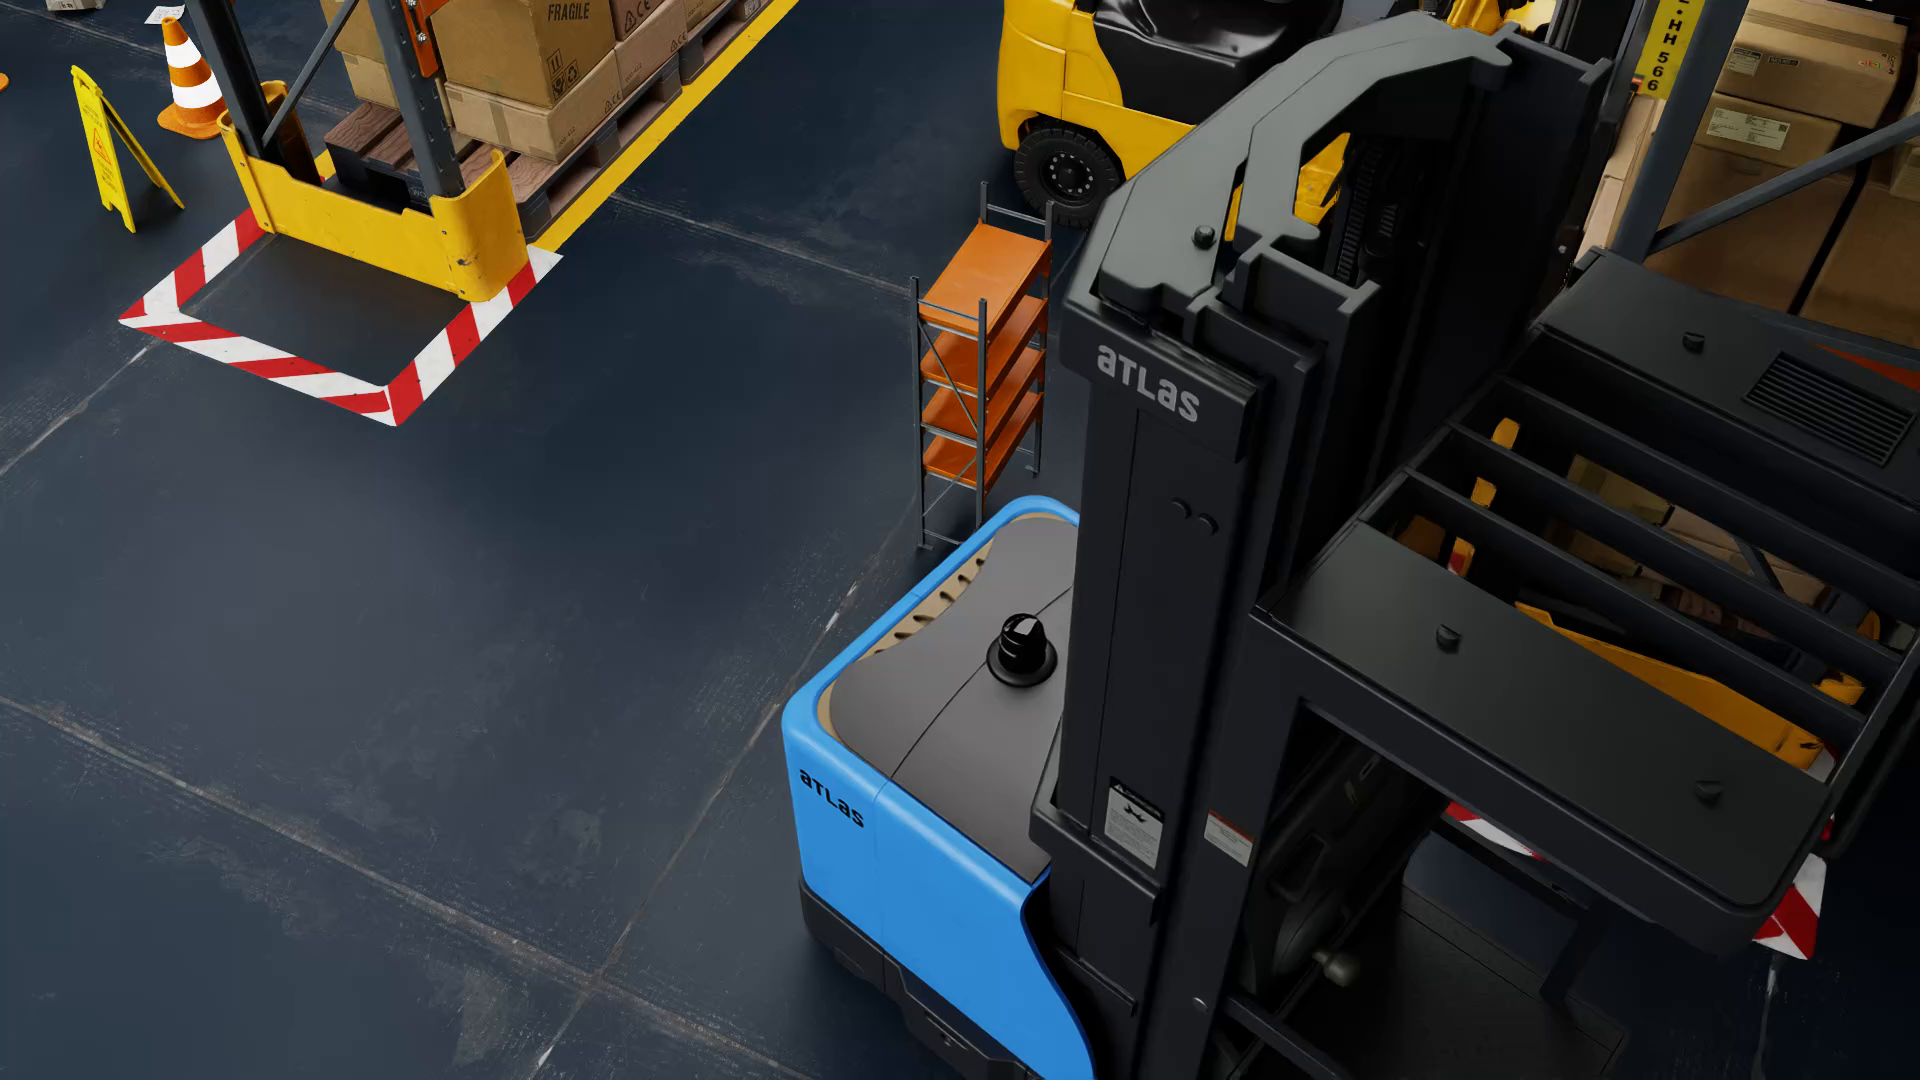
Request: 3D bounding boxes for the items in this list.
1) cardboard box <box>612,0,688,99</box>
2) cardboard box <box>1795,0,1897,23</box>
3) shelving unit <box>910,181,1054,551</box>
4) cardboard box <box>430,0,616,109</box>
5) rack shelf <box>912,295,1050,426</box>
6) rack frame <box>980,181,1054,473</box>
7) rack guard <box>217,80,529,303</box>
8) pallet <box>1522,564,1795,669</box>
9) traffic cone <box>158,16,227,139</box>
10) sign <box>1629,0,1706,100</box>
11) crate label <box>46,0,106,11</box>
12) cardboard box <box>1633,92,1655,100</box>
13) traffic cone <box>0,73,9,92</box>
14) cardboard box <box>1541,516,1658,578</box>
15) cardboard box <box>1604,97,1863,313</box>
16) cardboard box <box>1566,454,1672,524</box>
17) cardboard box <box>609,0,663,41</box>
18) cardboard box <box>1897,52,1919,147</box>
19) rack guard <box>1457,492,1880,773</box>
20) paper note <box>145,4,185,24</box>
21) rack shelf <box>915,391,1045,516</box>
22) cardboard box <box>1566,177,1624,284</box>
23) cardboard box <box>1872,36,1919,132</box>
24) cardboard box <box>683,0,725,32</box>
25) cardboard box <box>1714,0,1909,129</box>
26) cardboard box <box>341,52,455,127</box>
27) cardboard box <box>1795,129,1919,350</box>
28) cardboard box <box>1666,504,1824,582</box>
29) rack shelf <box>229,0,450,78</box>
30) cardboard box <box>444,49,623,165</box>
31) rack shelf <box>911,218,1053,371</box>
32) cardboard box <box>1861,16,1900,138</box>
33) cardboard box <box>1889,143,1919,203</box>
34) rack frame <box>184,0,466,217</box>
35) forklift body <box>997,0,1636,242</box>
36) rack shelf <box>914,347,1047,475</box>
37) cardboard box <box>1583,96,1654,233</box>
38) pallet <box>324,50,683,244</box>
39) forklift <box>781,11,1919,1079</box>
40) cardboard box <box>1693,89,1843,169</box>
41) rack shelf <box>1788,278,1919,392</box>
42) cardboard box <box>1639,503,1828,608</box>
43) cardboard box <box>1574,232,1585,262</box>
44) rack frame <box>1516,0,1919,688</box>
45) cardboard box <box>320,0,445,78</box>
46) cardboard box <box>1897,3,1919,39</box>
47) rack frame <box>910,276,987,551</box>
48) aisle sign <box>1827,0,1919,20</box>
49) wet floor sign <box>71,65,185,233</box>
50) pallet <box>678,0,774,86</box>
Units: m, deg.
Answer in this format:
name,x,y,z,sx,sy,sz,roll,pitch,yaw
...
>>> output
name,x,y,z,sx,sy,sz,roll,pitch,yaw
cardboard box,-1.533,-2.205,7.186,0.500,0.250,0.500,22,53,17
cardboard box,2.177,-1.367,4.257,0.380,0.149,0.250,20,52,16
shelving unit,0.071,-0.503,5.390,0.258,1.200,0.503,20,52,16
cardboard box,-1.748,-2.116,6.618,0.500,0.500,0.500,18,52,15
rack shelf,0.071,-0.604,5.271,0.258,0.148,0.480,20,52,16
rack frame,0.175,-0.671,5.533,0.240,1.200,0.015,20,52,16
rack guard,-2.320,-1.388,6.603,1.175,0.500,0.348,20,52,16
pallet,2.426,-0.170,5.756,1.003,0.211,1.213,20,52,16
traffic cone,-3.335,-2.039,7.181,0.336,0.463,0.334,20,52,16
sign,1.652,-1.171,3.861,0.100,0.325,0.005,20,52,16
crate label,-4.204,-2.622,7.891,0.250,0.136,0.298,-4,50,-3
cardboard box,2.695,-1.571,5.991,0.500,0.250,0.500,19,52,15
traffic cone,-4.484,-2.166,7.289,0.336,0.463,0.334,20,52,16
cardboard box,2.052,-0.204,5.484,0.500,0.250,0.500,20,53,16
cardboard box,2.110,-0.990,4.557,0.500,0.500,0.500,19,52,15
cardboard box,2.062,-0.377,5.303,0.500,0.250,0.500,19,52,16
cardboard box,-1.529,-2.477,6.925,0.500,0.500,0.500,18,52,15
cardboard box,2.474,-1.034,3.973,0.380,0.149,0.250,19,52,15
rack guard,2.127,0.294,5.172,1.175,0.500,0.348,20,52,16
paper note,-3.748,-2.482,7.842,0.148,0.019,0.142,4,50,3
rack shelf,0.071,-0.331,5.592,0.258,0.148,0.480,20,52,16
cardboard box,2.265,-0.874,5.397,0.500,0.250,0.500,21,53,17
cardboard box,2.564,-1.115,4.238,0.380,0.149,0.250,20,52,16
cardboard box,-1.311,-2.585,7.510,0.500,0.250,0.500,23,53,18
cardboard box,2.100,-1.187,4.104,0.380,0.149,0.250,20,52,16
cardboard box,-2.240,-2.051,7.055,0.500,0.250,0.500,20,52,16
cardboard box,2.600,-0.816,4.409,0.500,0.500,0.500,21,53,17
cardboard box,2.526,-0.196,5.149,0.500,0.250,0.500,21,53,17
rack shelf,-1.498,-3.289,7.052,1.077,0.370,4.000,20,52,16
cardboard box,-1.758,-1.856,6.889,0.500,0.250,0.500,19,52,16
rack shelf,0.071,-0.758,5.091,0.258,0.148,0.480,20,52,16
cardboard box,2.802,-1.182,4.721,0.500,0.500,0.500,21,53,17
cardboard box,2.517,-0.925,4.076,0.380,0.149,0.250,19,52,15
rack frame,-2.352,-2.145,5.606,1.000,3.000,0.127,20,52,16
forklift body,1.298,-2.157,6.173,2.313,2.155,1.214,20,52,16
rack shelf,0.071,-0.459,5.441,0.258,0.148,0.480,20,52,16
cardboard box,2.471,-1.225,5.696,0.500,0.250,0.500,20,53,17
pallet,-1.941,-1.842,7.179,1.003,0.211,1.213,20,52,16
forklift,0.999,0.609,3.308,3.031,2.935,1.130,33,57,25
cardboard box,2.032,-1.105,4.230,0.380,0.149,0.250,21,53,17
rack shelf,2.992,-1.677,5.680,1.077,0.370,4.000,20,52,16
cardboard box,2.524,-0.053,5.355,0.500,0.250,0.500,20,52,16
cardboard box,2.488,-1.081,5.902,0.500,0.250,0.500,19,52,15
rack frame,2.137,-0.533,4.234,1.000,3.000,0.127,20,52,16
cardboard box,-2.246,-2.270,6.749,0.500,0.500,0.500,20,53,16
cardboard box,2.679,-1.288,4.385,0.380,0.149,0.250,19,52,15
rack frame,-0.034,-0.335,5.247,0.240,1.200,0.015,20,52,16
aisle sign,1.843,-1.426,3.287,0.394,0.787,0.004,20,52,16
wet floor sign,-3.401,-1.600,6.688,0.232,0.644,0.267,-37,59,-27
pallet,-1.418,-2.679,7.891,1.003,0.211,1.213,20,52,16
